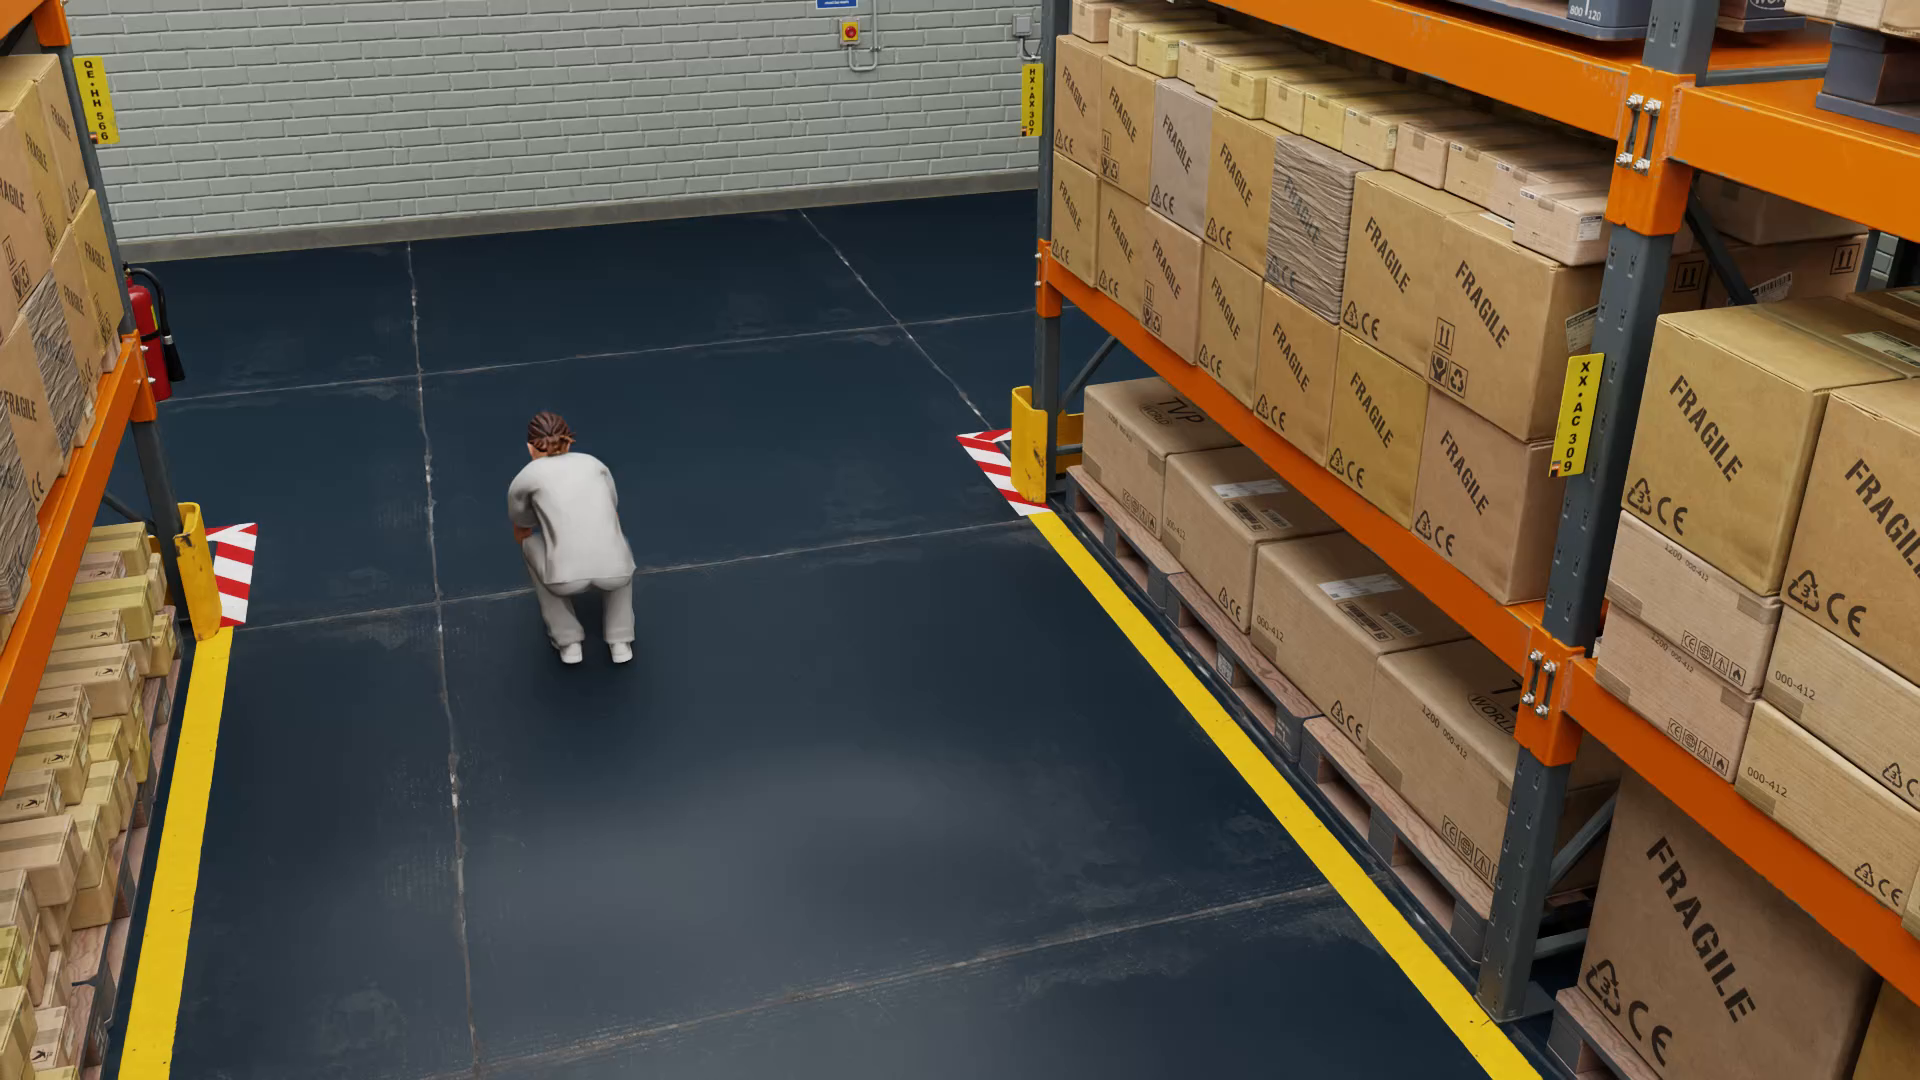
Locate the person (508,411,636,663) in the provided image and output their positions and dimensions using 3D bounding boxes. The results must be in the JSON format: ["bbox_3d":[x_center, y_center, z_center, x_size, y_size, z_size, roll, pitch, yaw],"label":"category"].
[{"bbox_3d":[-1.613,0.000,6.932,0.483,0.953,0.801,-8,28,-16],"label":"person"}]
